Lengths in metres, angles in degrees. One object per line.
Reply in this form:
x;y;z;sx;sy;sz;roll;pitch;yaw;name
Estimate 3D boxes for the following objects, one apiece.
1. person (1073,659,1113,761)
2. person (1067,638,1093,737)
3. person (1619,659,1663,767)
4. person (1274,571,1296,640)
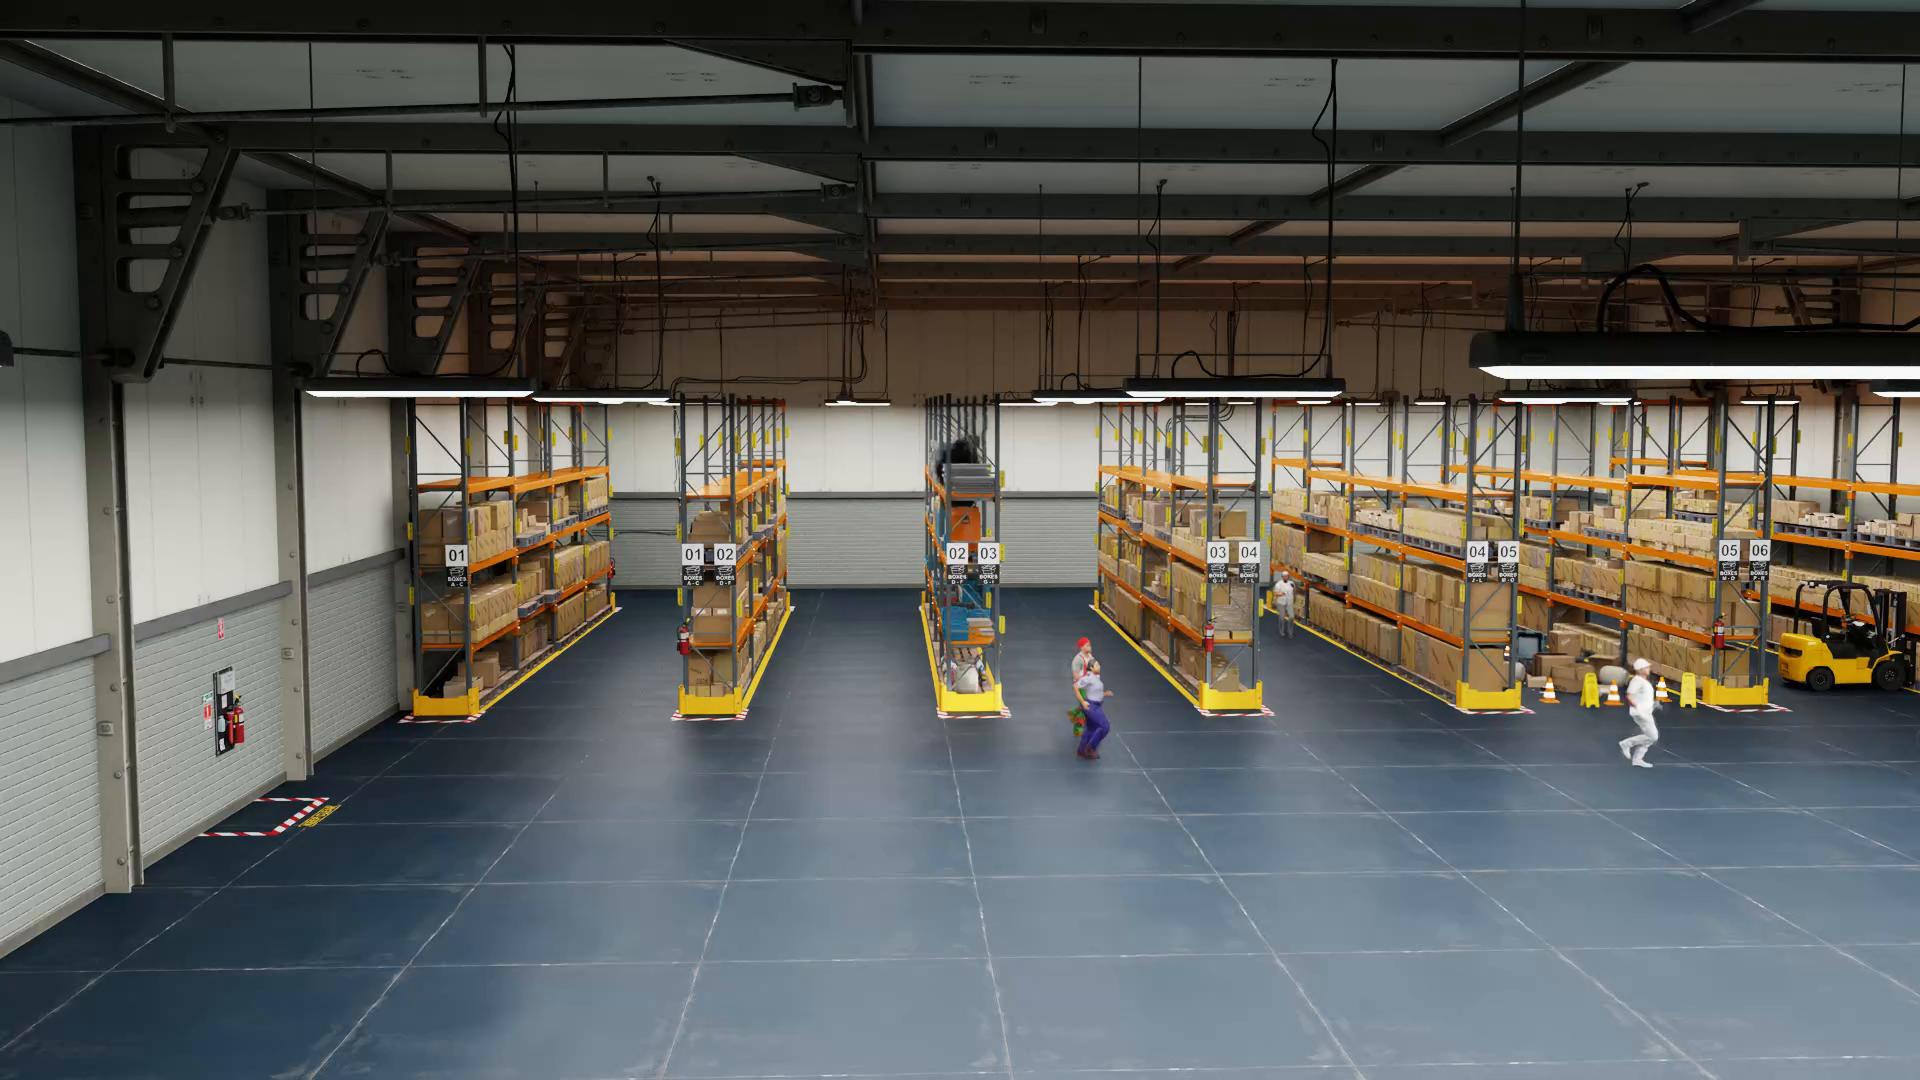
2.193;2.765;27.109;0.623;1.636;0.594;1;5;15;person
2.162;2.564;29.032;0.664;1.741;0.685;3;5;33;person
10.880;2.764;26.564;0.600;1.737;0.686;3;5;30;person
8.112;1.633;41.464;0.583;1.726;0.746;0;5;1;person
